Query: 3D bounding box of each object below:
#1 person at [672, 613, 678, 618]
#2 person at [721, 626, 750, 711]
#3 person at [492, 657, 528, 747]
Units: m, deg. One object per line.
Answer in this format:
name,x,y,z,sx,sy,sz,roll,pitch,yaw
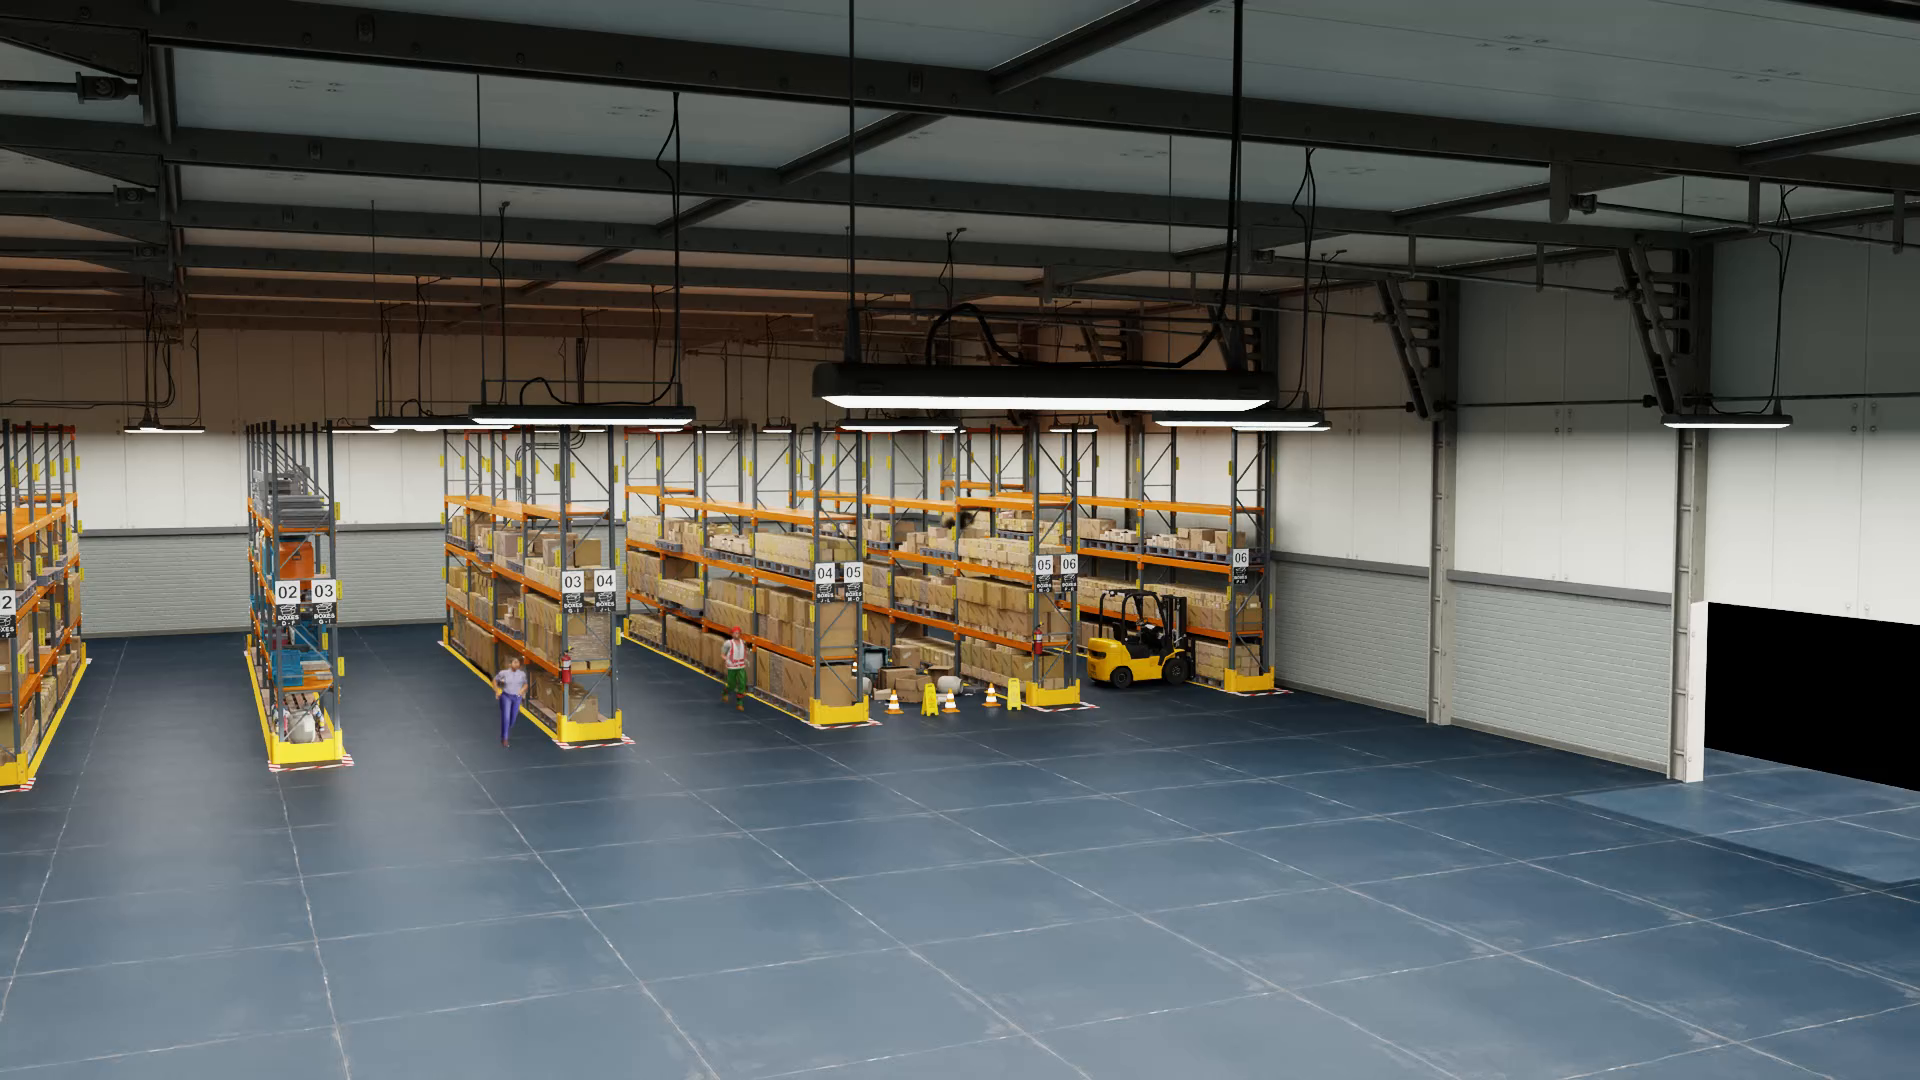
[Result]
person,-8.332,1.799,49.629,0.781,1.698,0.586,-2,4,-24
person,-4.717,2.668,34.802,0.643,1.758,0.873,-2,4,-32
person,-8.383,2.998,31.037,0.644,1.637,0.805,-2,4,-31
